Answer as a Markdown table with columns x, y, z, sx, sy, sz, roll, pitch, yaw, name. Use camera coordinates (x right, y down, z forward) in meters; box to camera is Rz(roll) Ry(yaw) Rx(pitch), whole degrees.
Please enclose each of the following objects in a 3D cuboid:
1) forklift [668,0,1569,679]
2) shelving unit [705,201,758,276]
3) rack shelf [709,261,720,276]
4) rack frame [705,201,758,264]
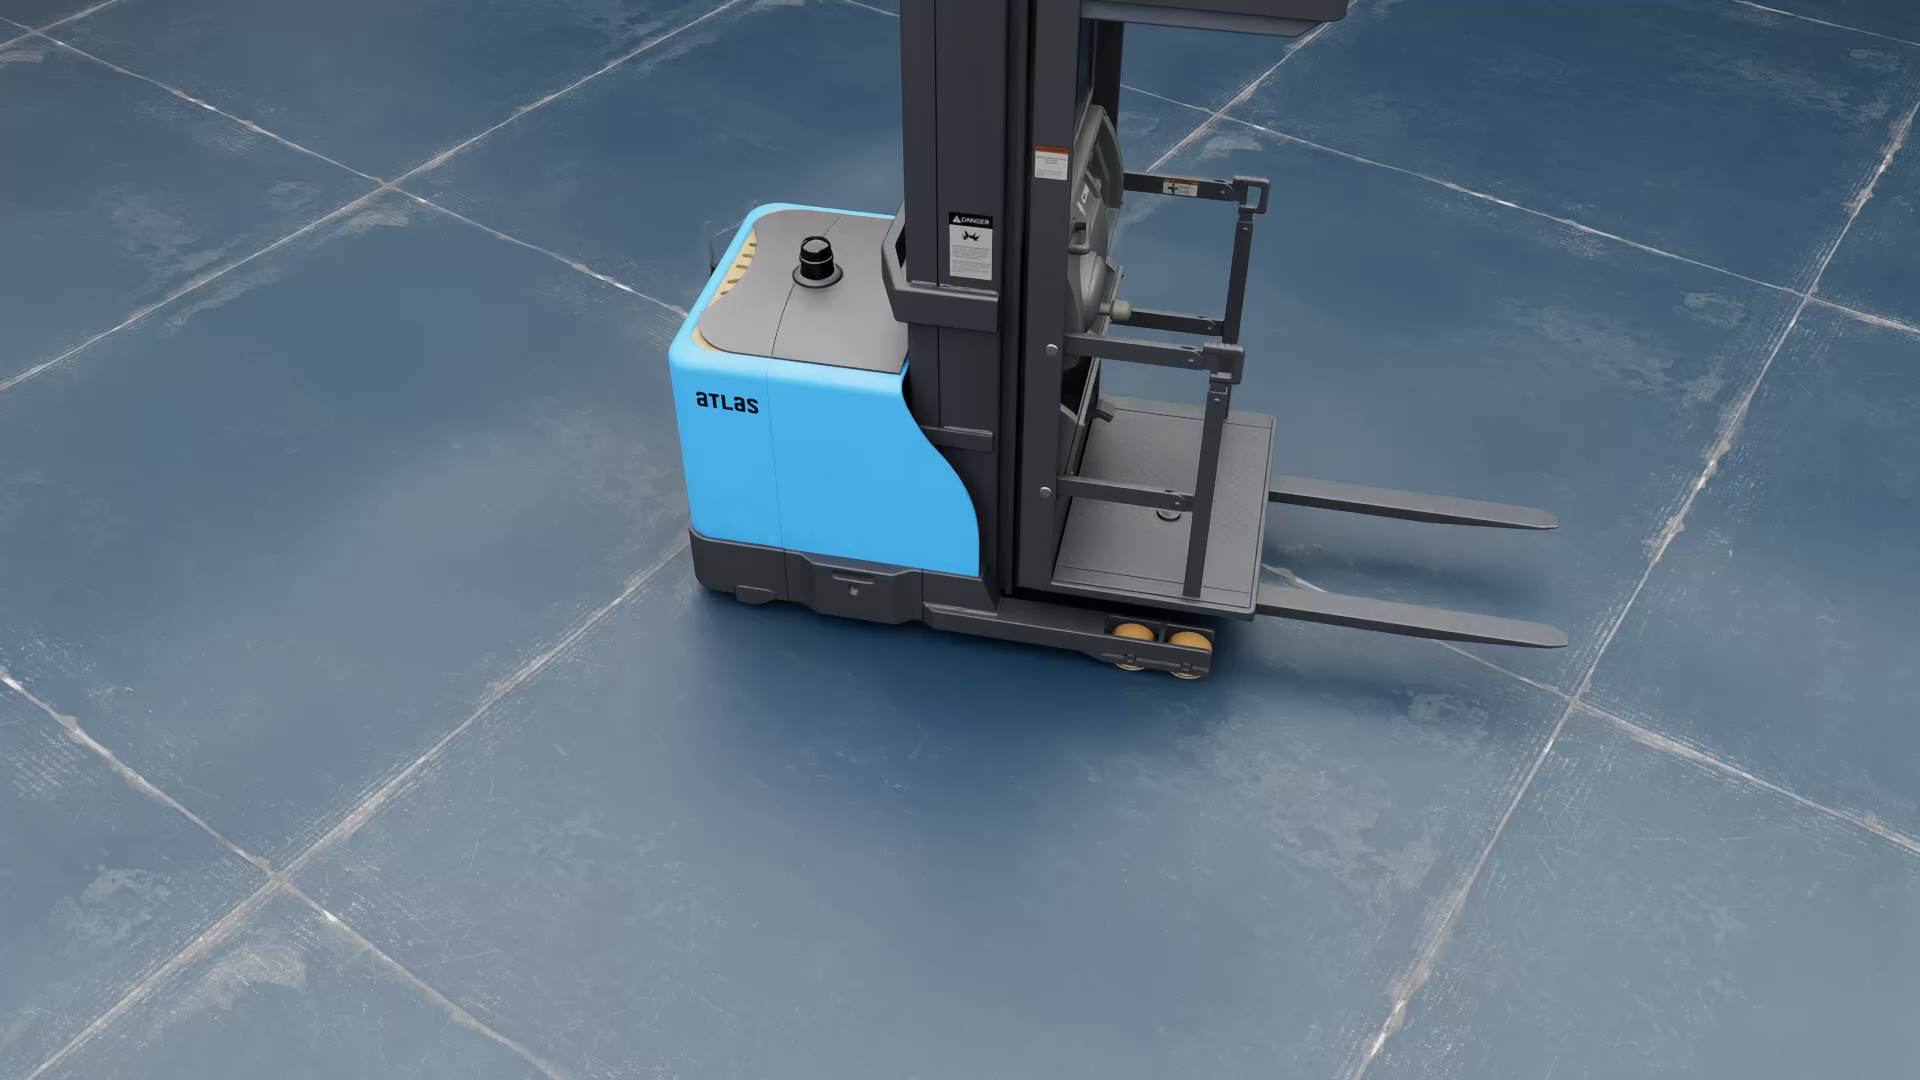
| x | y | z | sx | sy | sz | roll | pitch | yaw | name |
| --- | --- | --- | --- | --- | --- | --- | --- | --- | --- |
| 0.612 | -1.005 | 5.175 | 3.031 | 2.935 | 1.130 | 8 | 42 | 9 | forklift |
| -0.796 | -0.855 | 6.530 | 0.258 | 0.900 | 0.210 | -31 | 51 | -30 | shelving unit |
| -0.796 | -1.031 | 6.372 | 0.258 | 0.077 | 0.200 | -31 | 51 | -30 | rack shelf |
| -0.865 | -0.905 | 6.586 | 0.240 | 0.900 | 0.006 | -31 | 51 | -30 | rack frame |
